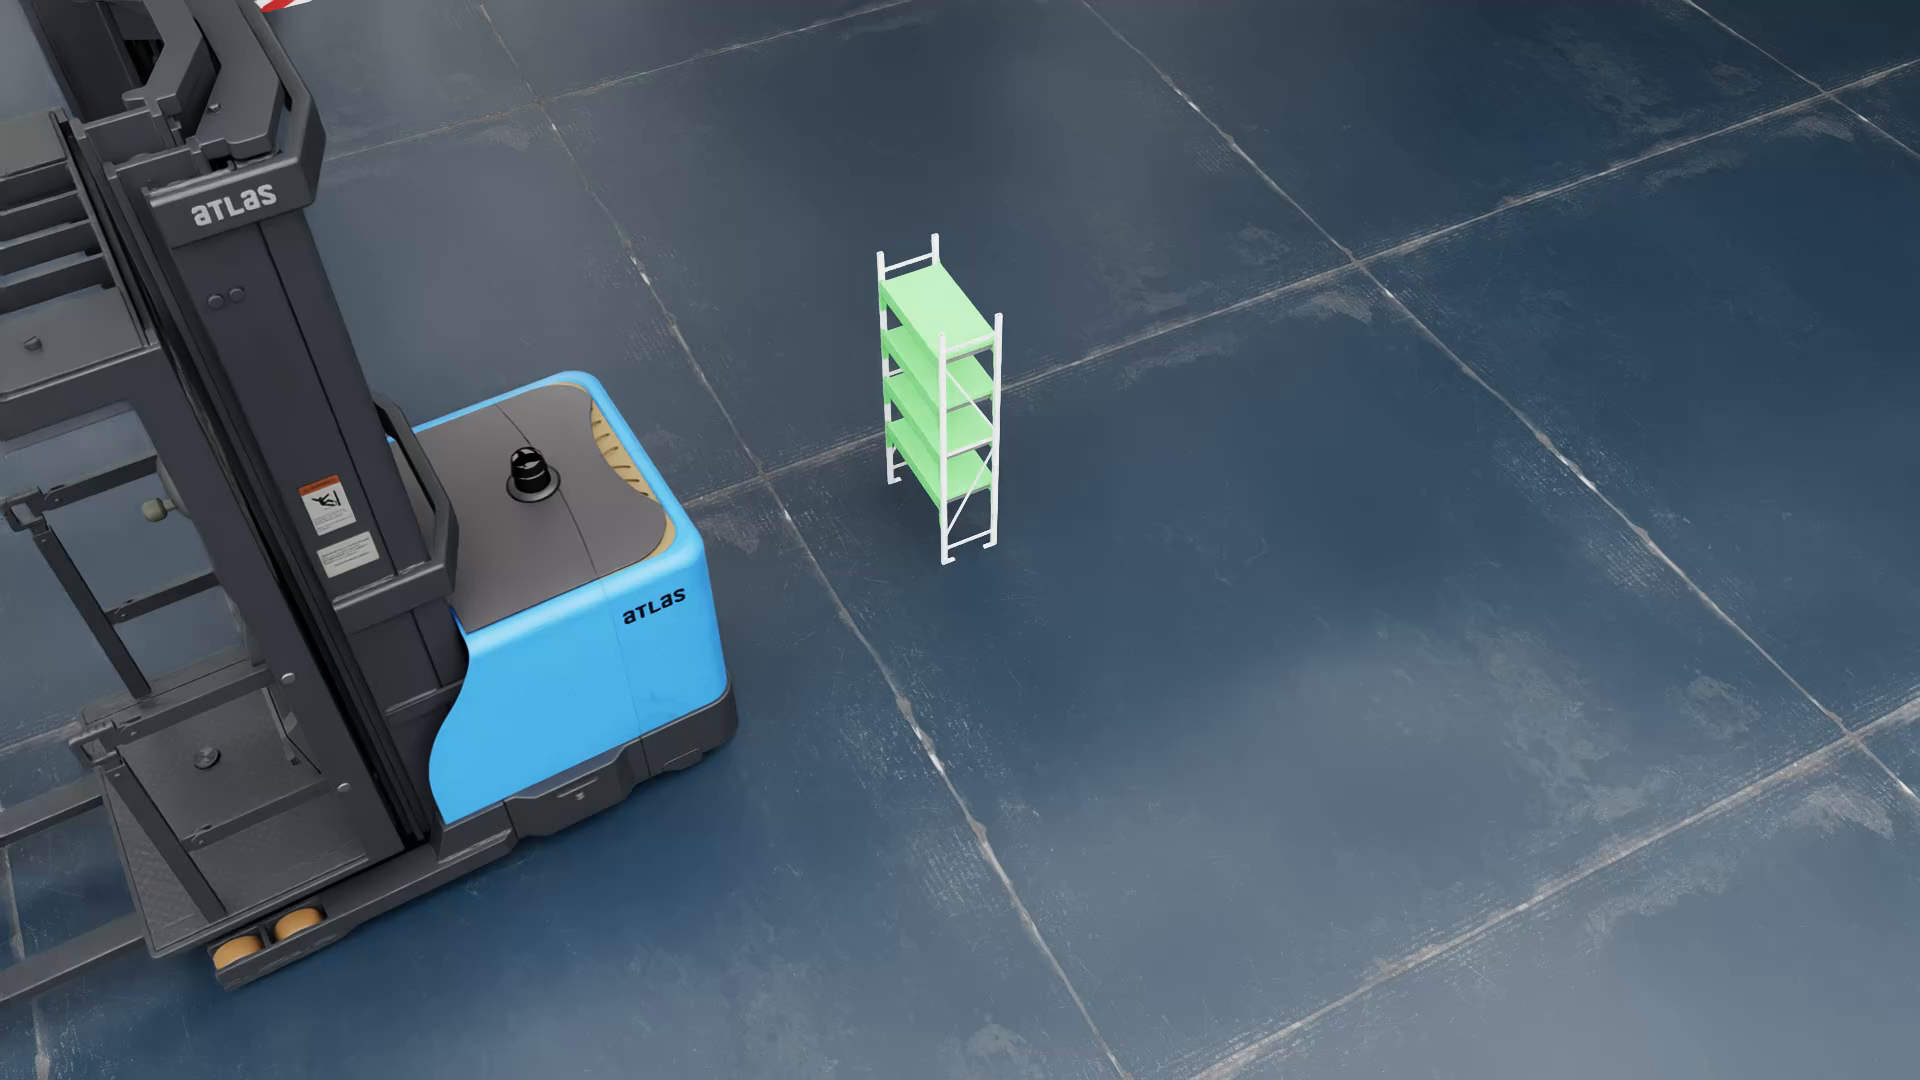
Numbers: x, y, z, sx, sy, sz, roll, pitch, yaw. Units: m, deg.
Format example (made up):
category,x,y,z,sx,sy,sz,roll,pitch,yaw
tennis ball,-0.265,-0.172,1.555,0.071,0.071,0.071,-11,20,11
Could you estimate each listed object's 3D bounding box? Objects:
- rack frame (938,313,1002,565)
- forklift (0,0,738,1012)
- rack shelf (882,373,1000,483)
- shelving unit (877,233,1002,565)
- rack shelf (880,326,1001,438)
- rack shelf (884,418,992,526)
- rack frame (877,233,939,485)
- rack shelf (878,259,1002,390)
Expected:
category,x,y,z,sx,sy,sz,roll,pitch,yaw
rack frame,0.036,-0.342,6.145,0.240,1.200,0.015,-21,52,-18
forklift,-2.326,0.013,4.684,3.031,2.935,1.130,-24,53,-20
rack shelf,-0.076,-0.464,6.336,0.258,0.148,0.480,-21,52,-18
shelving unit,-0.076,-0.506,6.288,0.258,1.200,0.503,-21,52,-18
rack shelf,-0.076,-0.622,6.155,0.258,0.148,0.480,-21,52,-18
rack shelf,-0.076,-0.306,6.517,0.258,0.148,0.480,-21,52,-18
rack frame,-0.187,-0.669,6.431,0.240,1.200,0.015,-21,52,-18
rack shelf,-0.076,-0.780,5.975,0.258,0.148,0.480,-21,52,-18
